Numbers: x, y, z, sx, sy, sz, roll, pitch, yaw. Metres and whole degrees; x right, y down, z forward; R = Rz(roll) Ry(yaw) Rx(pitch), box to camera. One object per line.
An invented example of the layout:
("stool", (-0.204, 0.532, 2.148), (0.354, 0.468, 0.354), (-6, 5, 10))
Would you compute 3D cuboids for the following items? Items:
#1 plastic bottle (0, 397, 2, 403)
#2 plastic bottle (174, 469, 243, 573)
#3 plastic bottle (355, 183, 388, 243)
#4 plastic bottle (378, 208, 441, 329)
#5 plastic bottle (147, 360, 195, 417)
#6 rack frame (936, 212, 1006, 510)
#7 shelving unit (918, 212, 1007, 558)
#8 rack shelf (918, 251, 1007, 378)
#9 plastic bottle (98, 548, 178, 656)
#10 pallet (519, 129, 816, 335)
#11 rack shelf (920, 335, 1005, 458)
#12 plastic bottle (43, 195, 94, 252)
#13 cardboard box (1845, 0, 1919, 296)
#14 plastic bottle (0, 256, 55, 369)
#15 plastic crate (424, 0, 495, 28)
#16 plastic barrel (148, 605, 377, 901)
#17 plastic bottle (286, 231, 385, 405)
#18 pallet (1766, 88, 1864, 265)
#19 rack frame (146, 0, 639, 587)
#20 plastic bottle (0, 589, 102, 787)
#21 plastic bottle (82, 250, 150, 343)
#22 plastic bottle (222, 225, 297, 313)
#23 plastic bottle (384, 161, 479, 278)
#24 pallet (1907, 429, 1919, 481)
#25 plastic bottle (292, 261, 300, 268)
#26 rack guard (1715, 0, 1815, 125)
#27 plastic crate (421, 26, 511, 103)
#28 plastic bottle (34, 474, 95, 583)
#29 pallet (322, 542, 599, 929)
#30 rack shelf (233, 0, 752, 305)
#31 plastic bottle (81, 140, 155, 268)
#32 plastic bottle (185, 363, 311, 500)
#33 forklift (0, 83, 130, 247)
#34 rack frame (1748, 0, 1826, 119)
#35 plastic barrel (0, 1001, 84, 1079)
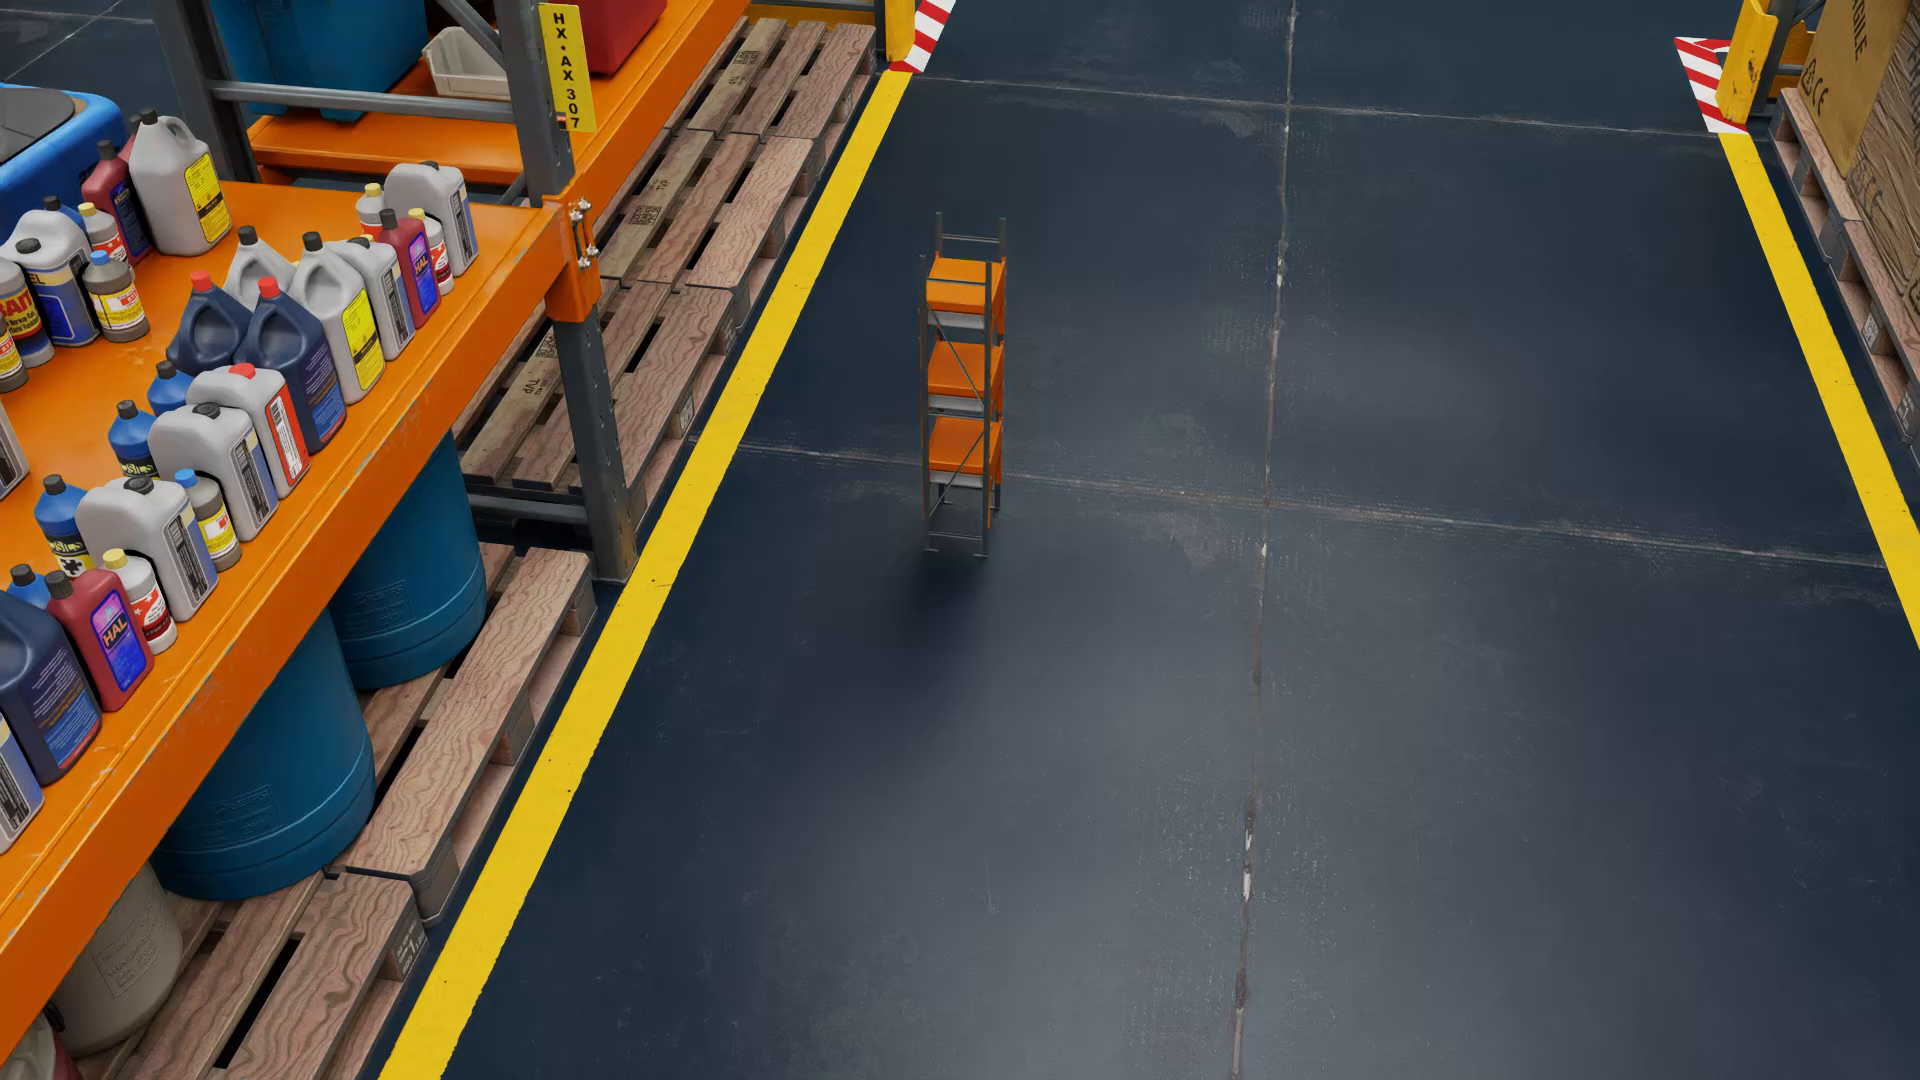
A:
("plastic bottle", (-2.100, -0.362, 3.489), (0.097, 0.201, 0.097), (0, 40, 0))
("plastic bottle", (-1.418, -0.043, 3.103), (0.097, 0.201, 0.097), (0, 40, 0))
("plastic bottle", (-1.377, -0.751, 3.960), (0.097, 0.201, 0.097), (0, 40, 0))
("plastic bottle", (-1.246, -0.630, 3.750), (0.061, 0.283, 0.133), (6, 40, 8))
("plastic bottle", (-1.527, -0.232, 3.278), (0.097, 0.271, 0.097), (0, 40, 0))
("rack frame", (0.030, -0.515, 5.049), (0.200, 1.050, 0.008), (6, 40, 8))
("shelving unit", (0.009, -0.438, 4.956), (0.215, 1.050, 0.252), (6, 40, 8))
("rack shelf", (0.009, -0.649, 4.782), (0.215, 0.259, 0.240), (6, 40, 8))
("plastic bottle", (-1.458, 0.103, 2.927), (0.097, 0.201, 0.097), (0, 40, 0))
("pallet", (-1.203, -1.267, 6.617), (1.003, 0.211, 1.213), (6, 40, 8))
("rack shelf", (0.009, -0.430, 4.963), (0.215, 0.259, 0.240), (6, 40, 8))
("plastic bottle", (-2.027, -0.656, 3.791), (0.097, 0.271, 0.097), (0, 40, 0))
("cardboard box", (3.880, -1.434, 5.968), (0.875, 0.875, 0.875), (6, 40, 8))
("plastic bottle", (-2.067, -0.511, 3.615), (0.097, 0.271, 0.097), (0, 40, 0))
("plastic crate", (-1.572, -1.757, 5.190), (0.437, 0.125, 0.590), (6, 40, 8))
("plastic barrel", (-1.735, 0.323, 3.823), (0.600, 0.901, 0.708), (6, 40, 8))
("plastic bottle", (-1.338, -0.476, 3.511), (0.144, 0.351, 0.185), (6, 40, 8))
("pallet", (4.008, -1.487, 6.883), (1.003, 0.211, 1.213), (6, 40, 8))
("rack frame", (-1.501, -1.108, 4.236), (1.000, 3.000, 0.127), (6, 40, 8))
("plastic bottle", (-1.528, 0.215, 2.675), (0.144, 0.351, 0.185), (6, 40, 8))
("plastic bottle", (-1.894, -0.552, 3.719), (0.097, 0.201, 0.097), (0, 40, 0))
("plastic bottle", (-1.480, -0.492, 3.530), (0.144, 0.351, 0.185), (6, 40, 8))
("plastic bottle", (-1.251, -0.777, 3.934), (0.152, 0.276, 0.135), (6, 40, 8))
("pallet", (3.586, 0.044, 5.031), (1.003, 0.211, 1.213), (6, 40, 8))
("plastic bottle", (-1.440, -0.522, 3.683), (0.097, 0.201, 0.097), (0, 40, 0))
("rack guard", (4.074, -2.124, 7.427), (1.175, 0.500, 0.348), (6, 40, 8))
("plastic crate", (-1.280, -1.306, 4.636), (0.396, 0.136, 0.243), (6, 40, 8))
("plastic bottle", (-1.591, -0.002, 2.999), (0.097, 0.271, 0.097), (0, 40, 0))
("pallet", (-1.676, 0.446, 4.545), (1.003, 0.211, 1.213), (6, 40, 8))
("rack shelf", (-1.155, -2.086, 5.984), (1.077, 0.370, 4.000), (6, 40, 8))
("plastic bottle", (-2.008, -0.796, 3.951), (0.061, 0.283, 0.133), (6, 40, 8))
("plastic bottle", (-1.401, -0.232, 3.274), (0.152, 0.276, 0.135), (6, 40, 8))
("forklift", (-3.500, -0.874, 4.007), (1.130, 2.935, 3.031), (9, 40, 11))
("rack frame", (4.069, -3.072, 6.612), (1.000, 3.000, 0.127), (6, 40, 8))
("plastic barrel", (-1.930, 1.152, 3.066), (0.600, 0.588, 0.708), (6, 40, 8))
